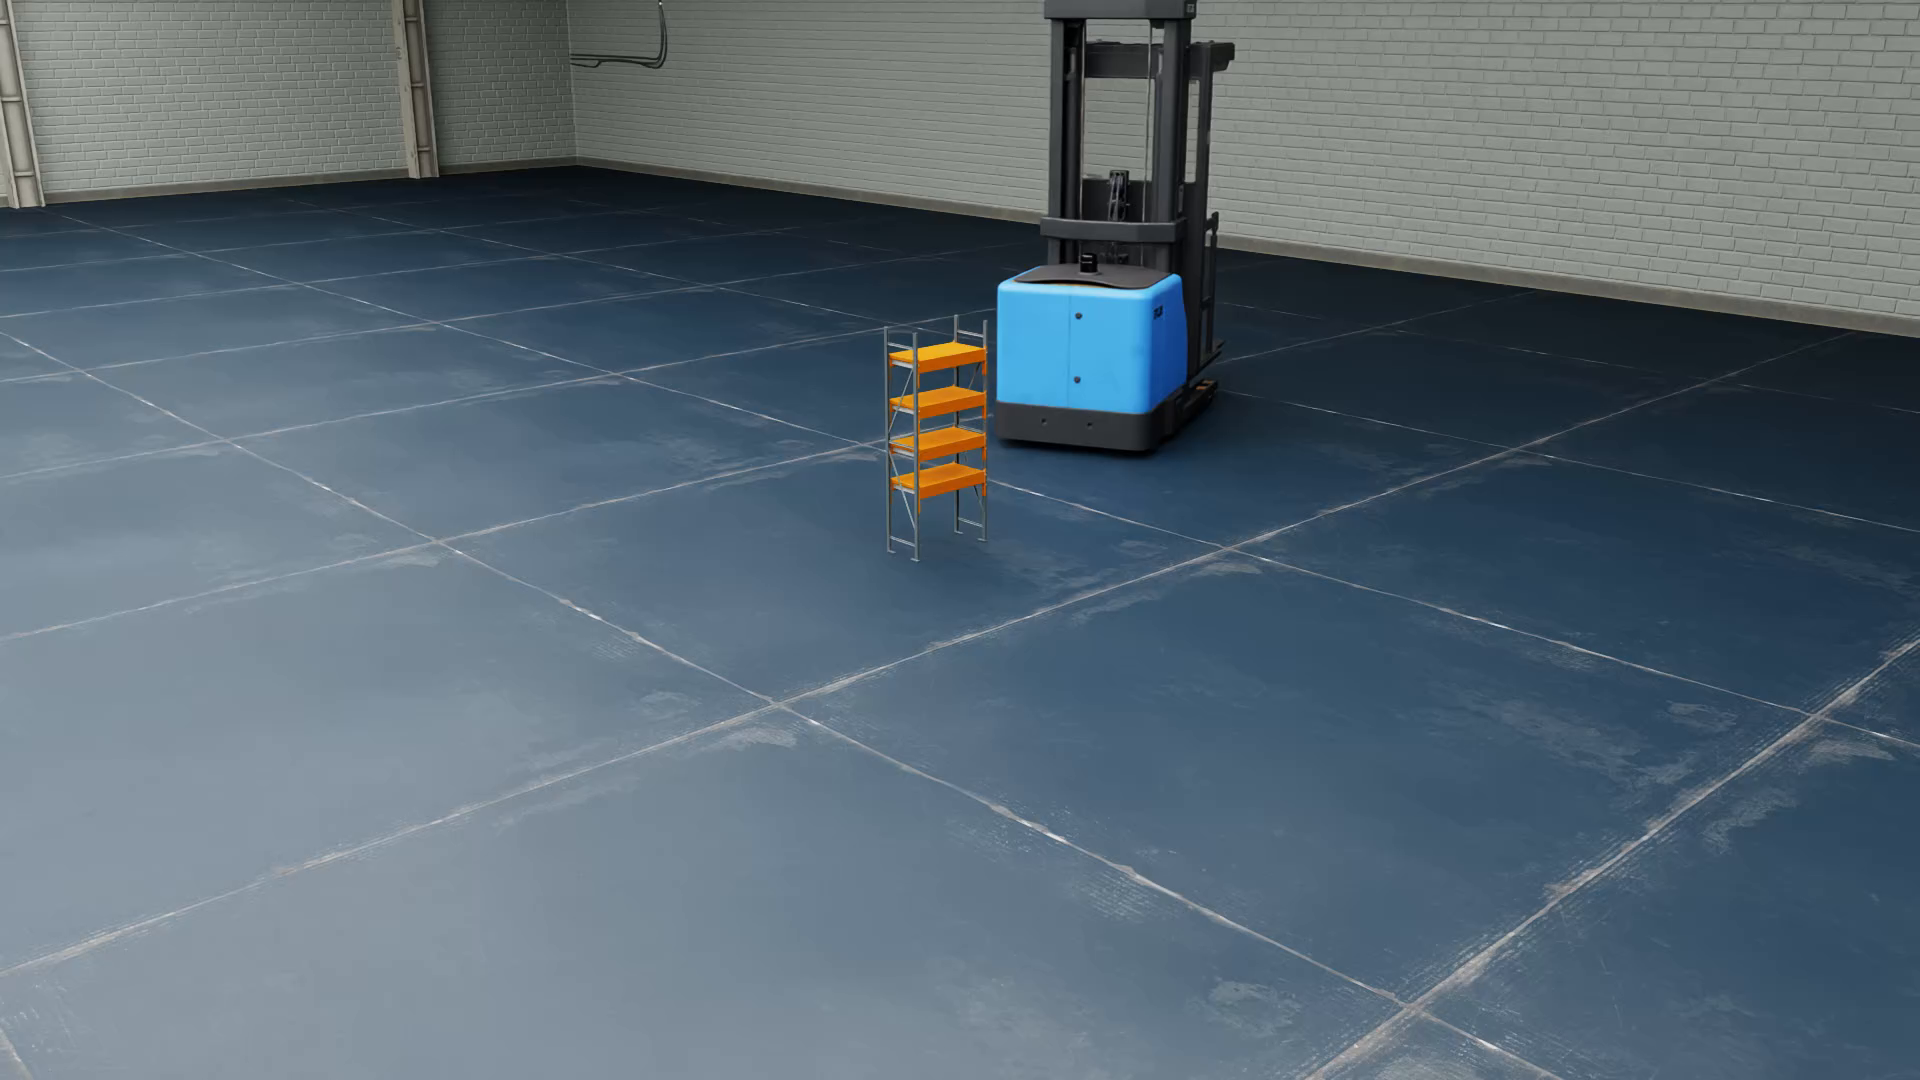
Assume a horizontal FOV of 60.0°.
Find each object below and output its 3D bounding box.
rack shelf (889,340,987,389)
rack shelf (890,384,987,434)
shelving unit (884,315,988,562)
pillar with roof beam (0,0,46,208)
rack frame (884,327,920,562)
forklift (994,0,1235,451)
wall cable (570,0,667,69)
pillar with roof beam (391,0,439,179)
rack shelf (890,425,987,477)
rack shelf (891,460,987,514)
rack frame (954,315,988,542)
[{"bbox_3d":[-0.120,-0.909,8.570,0.480,0.148,0.258,-16,24,-41],"label":"rack shelf"},{"bbox_3d":[-0.120,-0.684,8.643,0.480,0.148,0.258,-16,24,-41],"label":"rack shelf"},{"bbox_3d":[-0.120,-0.536,8.691,0.503,1.200,0.258,-16,24,-41],"label":"shelving unit"},{"bbox_3d":[-10.267,-8.048,19.217,0.400,9.000,9.100,-16,24,-41],"label":"pillar with roof beam"},{"bbox_3d":[-0.298,-0.484,8.532,0.015,1.200,0.240,-16,24,-41],"label":"rack frame"},{"bbox_3d":[1.230,-2.371,11.545,1.130,2.935,3.031,7,19,20],"label":"forklift"},{"bbox_3d":[-5.816,-9.135,27.604,0.112,2.526,3.097,-16,24,-41],"label":"wall cable"},{"bbox_3d":[-5.907,-9.320,23.139,0.400,9.000,9.100,-16,24,-41],"label":"pillar with roof beam"},{"bbox_3d":[-0.120,-0.472,8.712,0.480,0.148,0.258,-16,24,-41],"label":"rack shelf"},{"bbox_3d":[-0.120,-0.283,8.773,0.480,0.148,0.258,-16,24,-41],"label":"rack shelf"},{"bbox_3d":[0.057,-0.587,8.851,0.015,1.200,0.240,-16,24,-41],"label":"rack frame"}]
